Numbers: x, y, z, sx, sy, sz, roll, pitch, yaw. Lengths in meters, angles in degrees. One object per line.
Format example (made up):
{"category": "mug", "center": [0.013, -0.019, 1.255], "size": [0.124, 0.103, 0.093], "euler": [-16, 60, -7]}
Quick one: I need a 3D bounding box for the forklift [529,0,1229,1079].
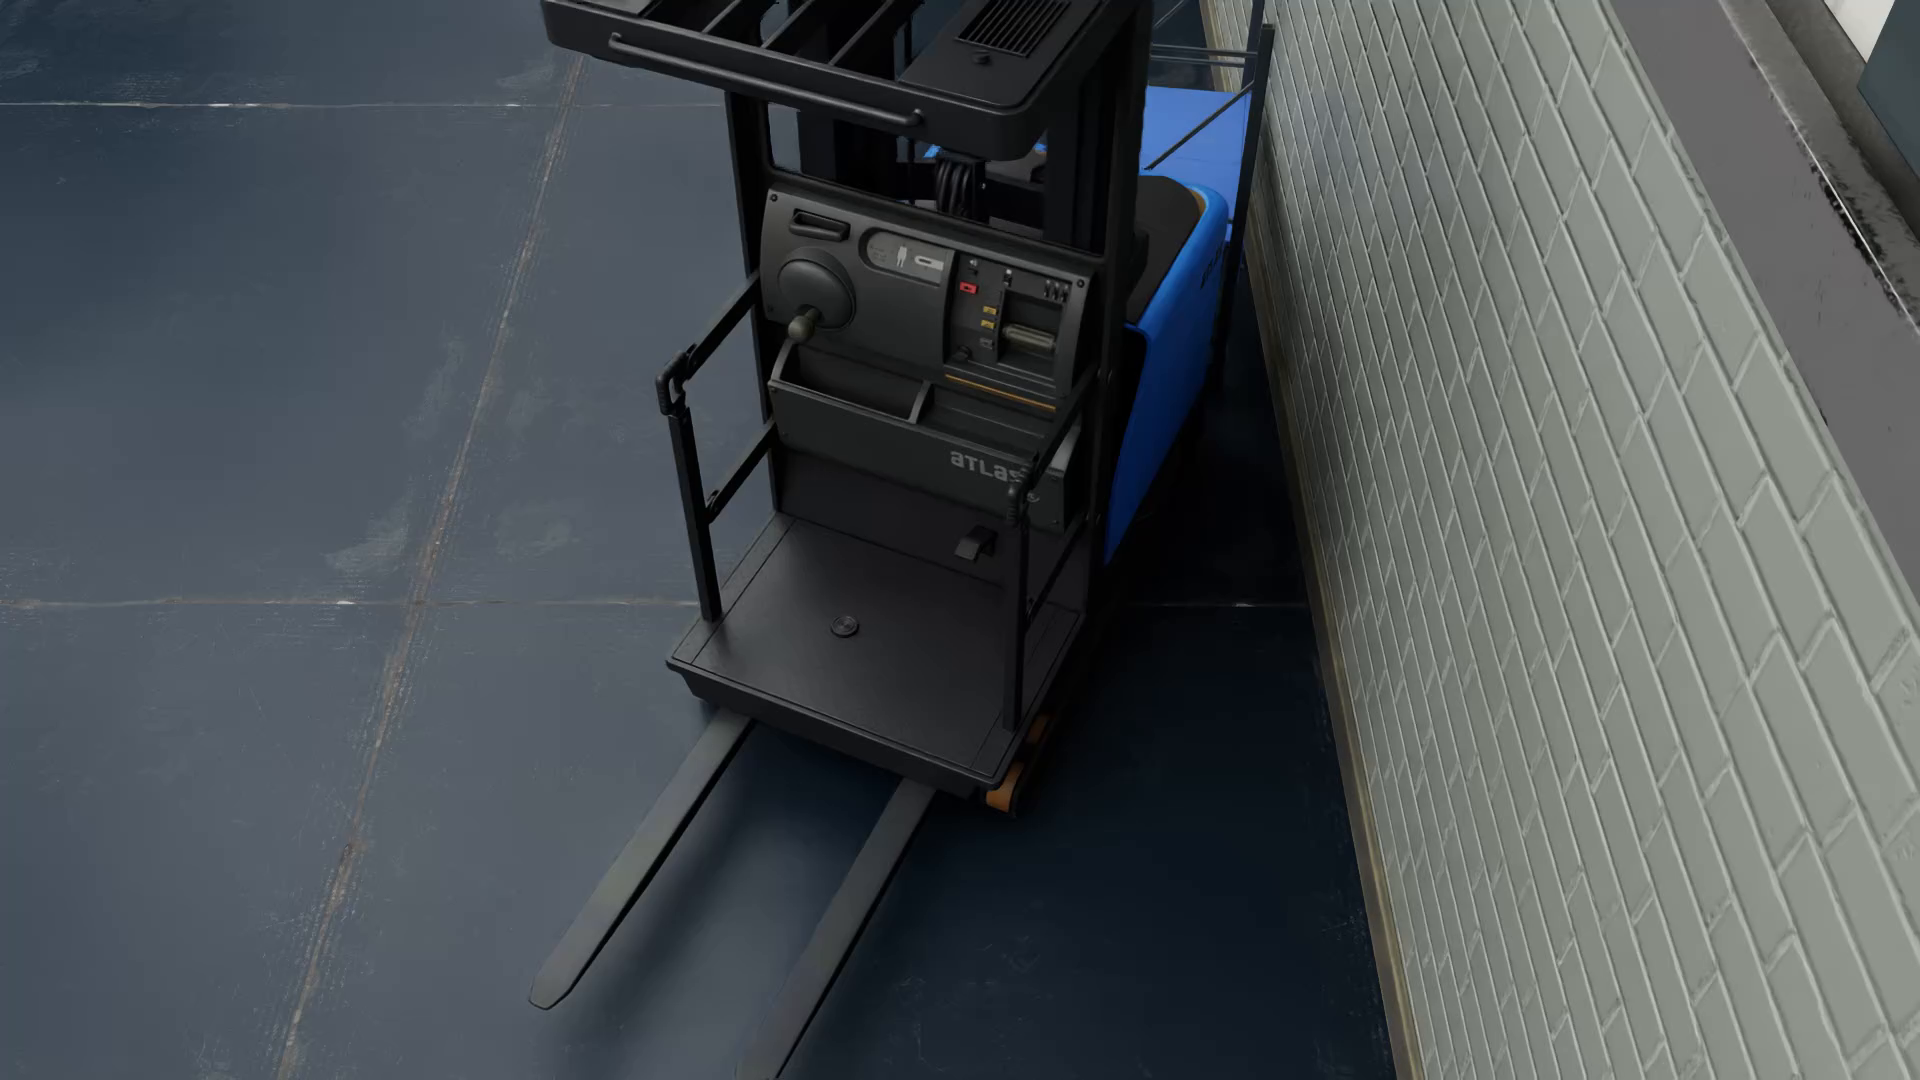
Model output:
{"category": "forklift", "center": [-0.193, -0.553, 4.262], "size": [1.130, 2.935, 3.031], "euler": [18, 50, 16]}

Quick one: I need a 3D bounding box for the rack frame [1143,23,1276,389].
{"category": "rack frame", "center": [0.738, -1.120, 5.768], "size": [0.500, 1.500, 0.032], "euler": [6, 47, 6]}

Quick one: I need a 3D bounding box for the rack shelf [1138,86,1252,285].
{"category": "rack shelf", "center": [0.816, -1.365, 6.241], "size": [0.538, 0.185, 1.000], "euler": [6, 47, 6]}

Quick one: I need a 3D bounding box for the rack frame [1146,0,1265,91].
{"category": "rack frame", "center": [0.894, -1.855, 6.452], "size": [0.500, 1.500, 0.032], "euler": [6, 47, 6]}

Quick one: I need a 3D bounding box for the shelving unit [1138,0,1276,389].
{"category": "shelving unit", "center": [0.816, -1.487, 6.110], "size": [0.538, 1.500, 1.048], "euler": [6, 47, 6]}
